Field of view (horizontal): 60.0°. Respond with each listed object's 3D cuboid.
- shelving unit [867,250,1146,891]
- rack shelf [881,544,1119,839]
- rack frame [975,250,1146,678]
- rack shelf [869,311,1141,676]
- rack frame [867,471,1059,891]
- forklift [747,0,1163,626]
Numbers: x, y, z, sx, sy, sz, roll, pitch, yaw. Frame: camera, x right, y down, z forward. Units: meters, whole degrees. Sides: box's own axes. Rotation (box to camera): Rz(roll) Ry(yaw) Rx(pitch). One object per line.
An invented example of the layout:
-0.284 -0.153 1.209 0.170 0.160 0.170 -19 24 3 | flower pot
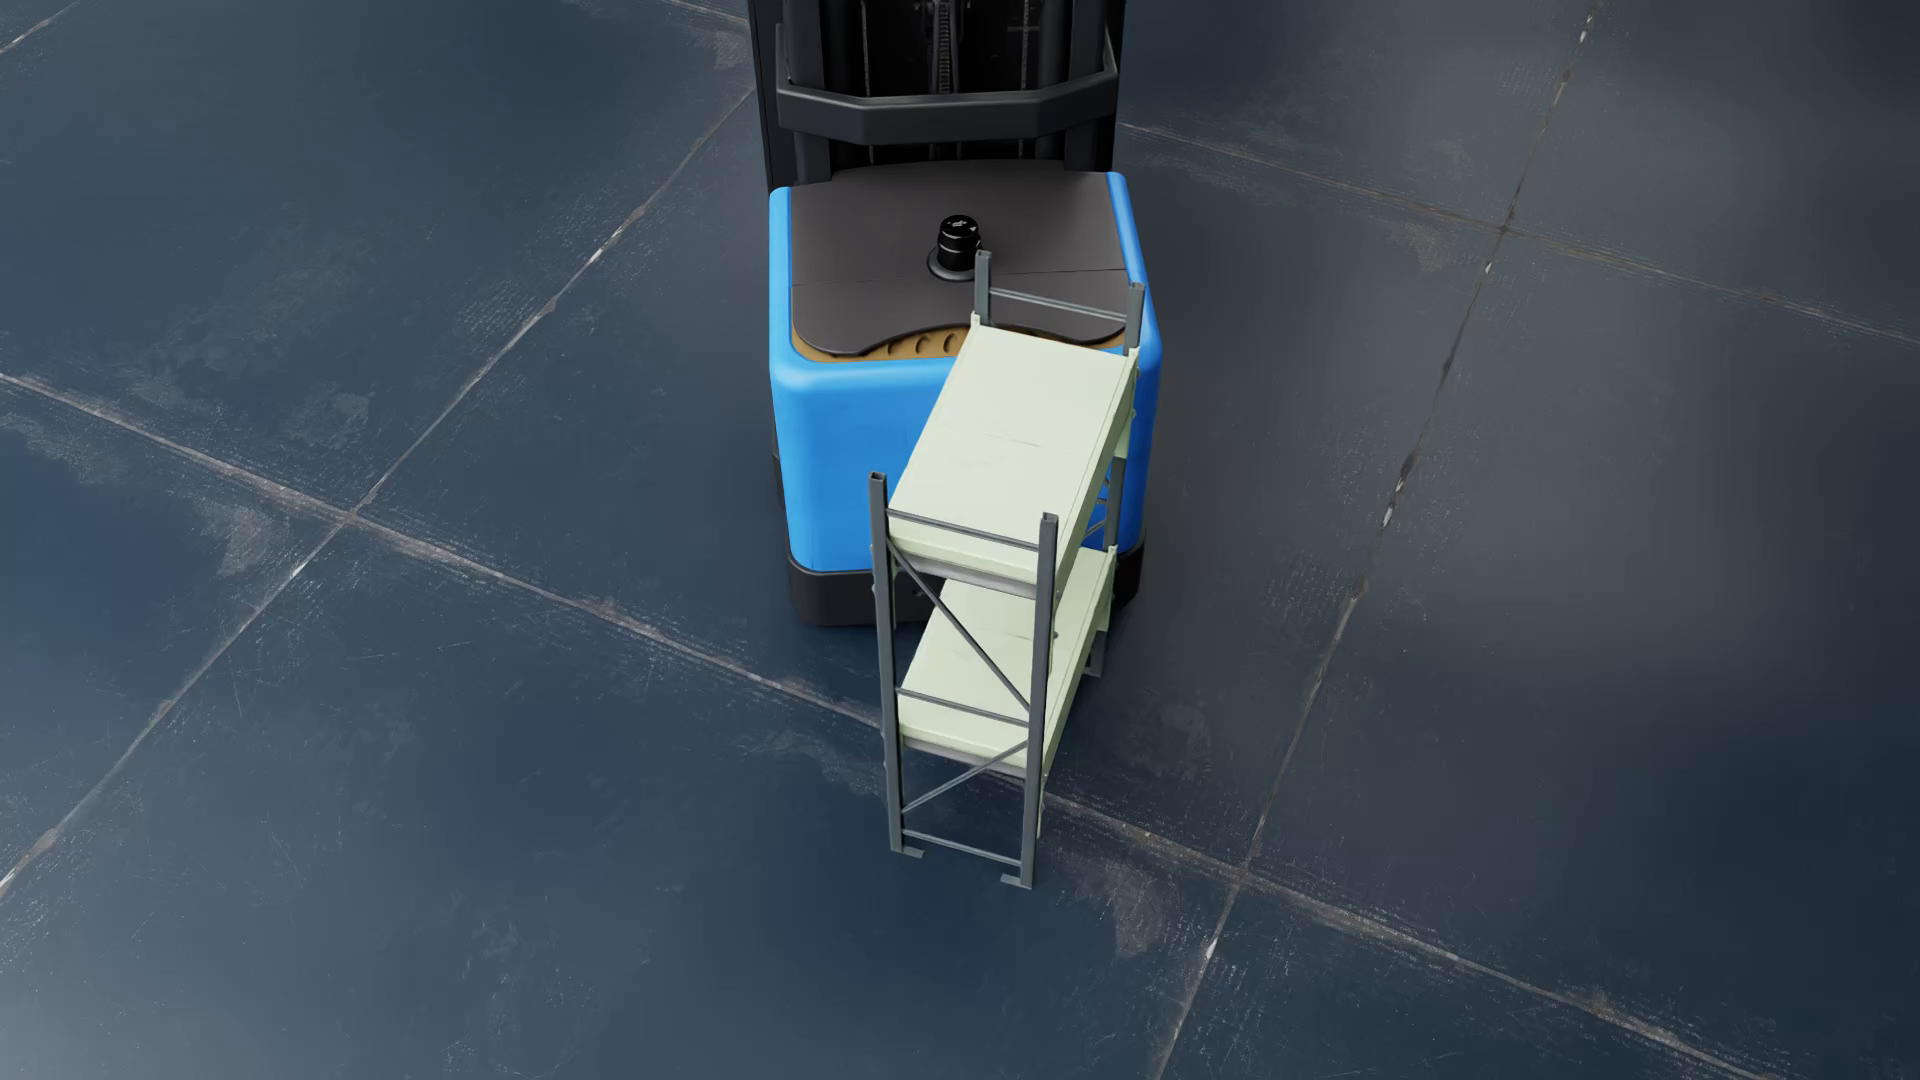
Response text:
0.117 0.133 4.152 0.431 1.500 0.755 14 51 11 | shelving unit
0.117 0.344 4.401 0.431 0.370 0.720 14 51 11 | rack shelf
0.228 -0.133 4.378 0.400 1.500 0.023 14 51 11 | rack frame
0.117 -0.120 3.855 0.431 0.370 0.720 14 51 11 | rack shelf
0.005 0.398 3.927 0.400 1.500 0.023 14 51 11 | rack frame
-0.085 -1.821 4.875 1.130 2.935 3.031 -3 50 -3 | forklift
